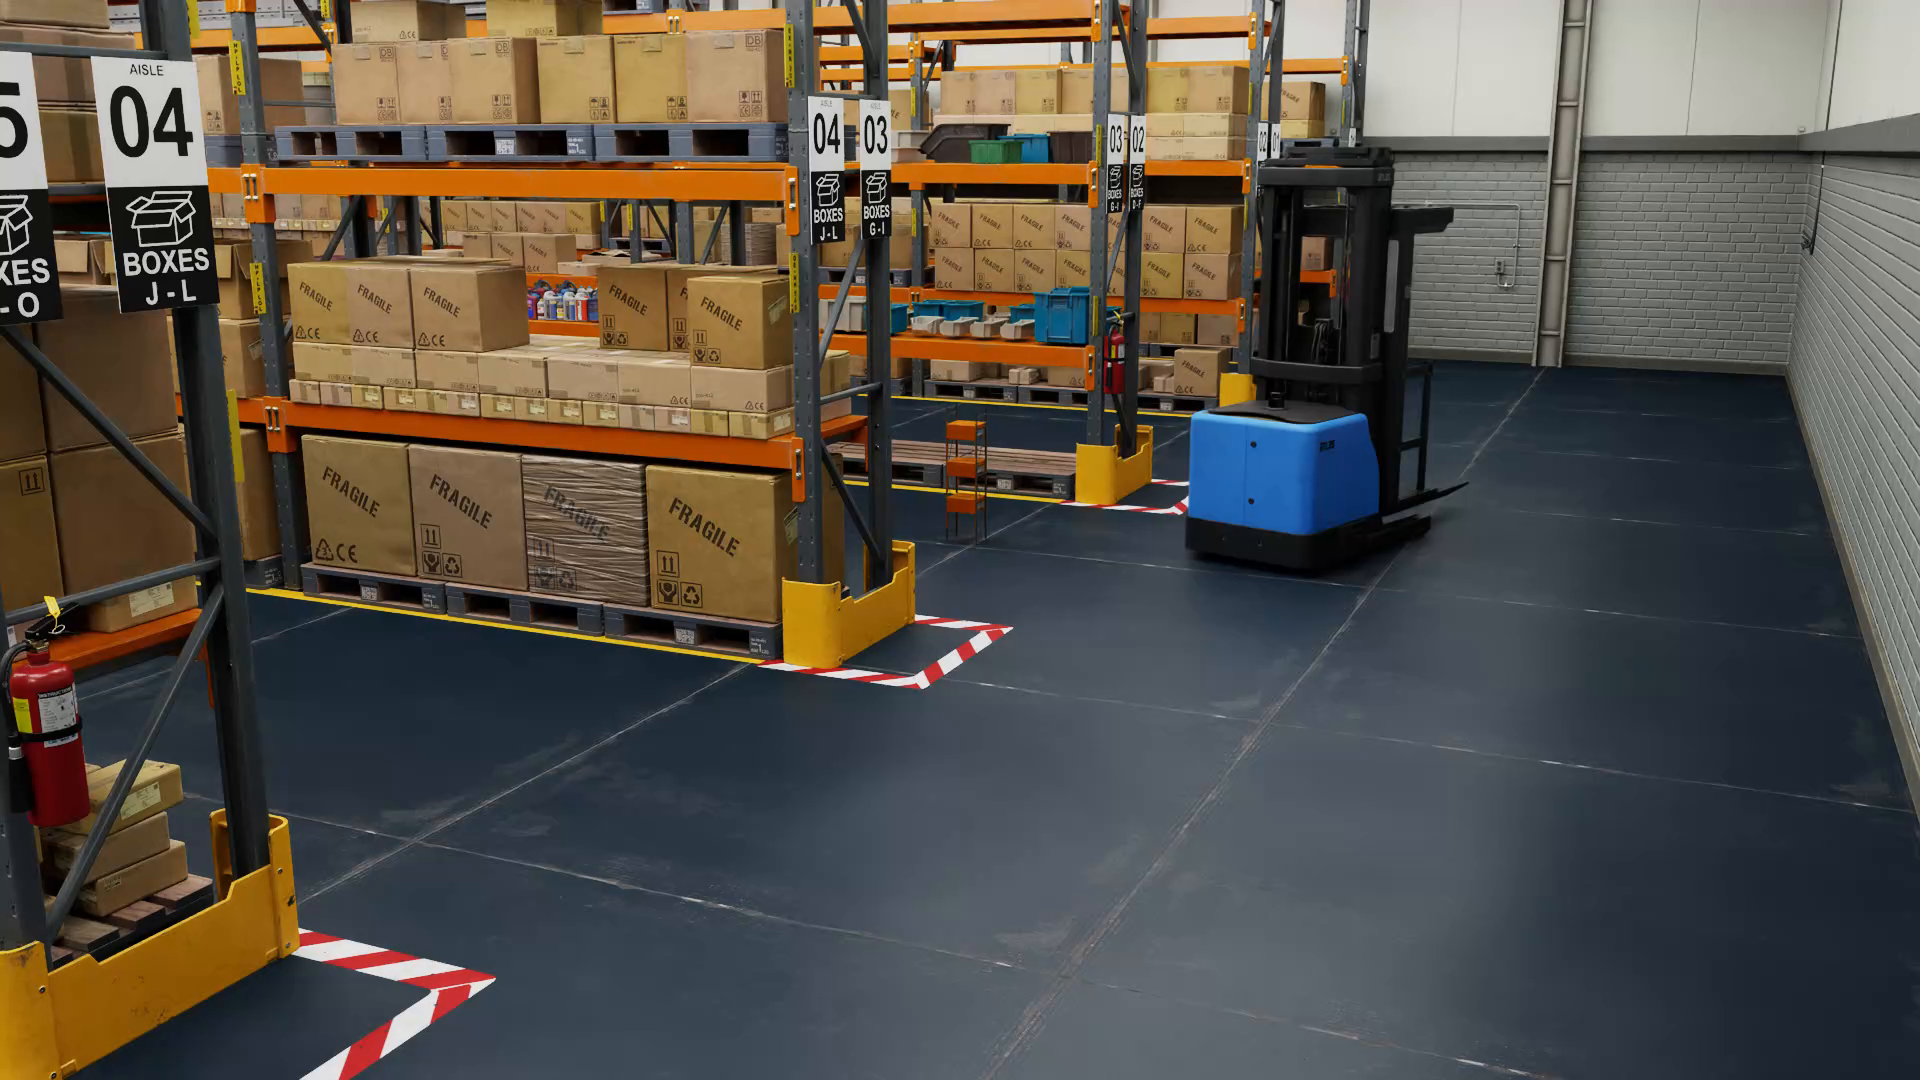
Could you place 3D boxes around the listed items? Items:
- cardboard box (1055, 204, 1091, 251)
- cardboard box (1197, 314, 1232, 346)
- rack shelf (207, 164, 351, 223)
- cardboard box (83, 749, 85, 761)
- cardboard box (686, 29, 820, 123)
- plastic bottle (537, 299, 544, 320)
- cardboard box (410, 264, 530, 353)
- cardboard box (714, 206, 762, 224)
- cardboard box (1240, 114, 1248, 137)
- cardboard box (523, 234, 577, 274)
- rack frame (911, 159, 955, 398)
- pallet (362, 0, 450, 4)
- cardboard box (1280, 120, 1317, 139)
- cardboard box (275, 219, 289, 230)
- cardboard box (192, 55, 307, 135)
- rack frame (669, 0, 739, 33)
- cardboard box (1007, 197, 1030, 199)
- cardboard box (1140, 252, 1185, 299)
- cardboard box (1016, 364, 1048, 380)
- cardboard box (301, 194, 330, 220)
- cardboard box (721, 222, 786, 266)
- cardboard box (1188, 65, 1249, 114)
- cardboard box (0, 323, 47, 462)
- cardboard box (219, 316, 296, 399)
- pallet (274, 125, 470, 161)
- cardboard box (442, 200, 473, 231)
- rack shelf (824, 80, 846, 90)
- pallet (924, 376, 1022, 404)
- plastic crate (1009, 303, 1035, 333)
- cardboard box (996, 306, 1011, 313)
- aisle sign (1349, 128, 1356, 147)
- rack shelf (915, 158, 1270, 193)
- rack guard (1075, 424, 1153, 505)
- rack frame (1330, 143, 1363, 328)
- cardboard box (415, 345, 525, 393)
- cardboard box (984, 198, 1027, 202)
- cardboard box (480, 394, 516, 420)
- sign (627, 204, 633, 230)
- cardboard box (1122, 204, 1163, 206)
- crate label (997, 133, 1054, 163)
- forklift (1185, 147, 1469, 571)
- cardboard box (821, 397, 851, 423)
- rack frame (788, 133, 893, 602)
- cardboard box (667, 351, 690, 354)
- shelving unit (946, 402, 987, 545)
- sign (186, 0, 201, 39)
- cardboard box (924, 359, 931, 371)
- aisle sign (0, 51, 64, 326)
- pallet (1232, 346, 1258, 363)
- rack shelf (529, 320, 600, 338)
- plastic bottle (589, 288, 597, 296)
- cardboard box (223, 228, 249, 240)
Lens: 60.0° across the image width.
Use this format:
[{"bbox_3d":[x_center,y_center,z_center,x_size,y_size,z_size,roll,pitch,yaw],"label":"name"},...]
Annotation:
[{"bbox_3d":[1.410,-3.580,19.037,0.500,0.500,0.500,6,15,25],"label":"cardboard box"},{"bbox_3d":[3.741,-3.079,23.861,0.500,0.500,0.700,5,14,21],"label":"cardboard box"},{"bbox_3d":[-6.165,-2.516,11.920,4.000,0.370,1.077,6,14,23],"label":"rack shelf"},{"bbox_3d":[-3.602,0.900,6.373,0.250,0.149,0.380,6,14,23],"label":"cardboard box"},{"bbox_3d":[-1.177,-2.650,9.558,0.500,0.500,0.700,5,14,20],"label":"cardboard box"},{"bbox_3d":[-4.069,-2.247,16.199,0.097,0.201,0.097,0,13,0],"label":"plastic bottle"},{"bbox_3d":[-3.078,-1.466,10.470,0.500,0.500,0.500,5,14,21],"label":"cardboard box"},{"bbox_3d":[-3.557,-5.110,26.782,0.500,0.500,0.700,6,14,23],"label":"cardboard box"},{"bbox_3d":[2.972,-4.652,18.682,0.500,0.250,0.500,6,14,23],"label":"cardboard box"},{"bbox_3d":[-5.519,-3.860,22.421,0.500,0.500,0.500,5,14,20],"label":"cardboard box"},{"bbox_3d":[-0.321,-3.290,20.208,0.127,3.000,1.000,6,14,23],"label":"rack frame"},{"bbox_3d":[-5.341,-5.186,16.448,1.003,0.211,1.213,6,14,23],"label":"pallet"},{"bbox_3d":[4.562,-5.607,22.709,0.500,0.250,0.500,6,15,25],"label":"cardboard box"},{"bbox_3d":[-9.616,-4.541,23.901,0.250,0.149,0.380,6,14,24],"label":"cardboard box"},{"bbox_3d":[-4.871,-2.986,11.209,0.500,0.500,0.700,6,15,25],"label":"cardboard box"},{"bbox_3d":[-2.331,-5.176,15.115,0.127,3.000,1.000,6,14,23],"label":"rack frame"},{"bbox_3d":[0.886,-5.037,25.099,0.500,0.250,0.500,6,14,24],"label":"cardboard box"},{"bbox_3d":[2.341,-3.000,18.755,0.500,0.500,0.500,6,14,24],"label":"cardboard box"},{"bbox_3d":[1.001,-2.132,20.197,0.500,0.311,0.500,6,14,23],"label":"cardboard box"},{"bbox_3d":[-8.964,-4.843,23.768,0.500,0.500,0.700,6,14,23],"label":"cardboard box"},{"bbox_3d":[-2.598,-3.754,21.047,0.500,0.500,0.700,9,16,34],"label":"cardboard box"},{"bbox_3d":[2.860,-4.959,18.350,0.500,0.500,0.700,6,14,23],"label":"cardboard box"},{"bbox_3d":[-3.300,-0.495,5.238,0.500,0.500,0.500,5,14,22],"label":"cardboard box"},{"bbox_3d":[-4.875,-1.256,11.321,0.500,0.500,0.500,6,14,23],"label":"cardboard box"},{"bbox_3d":[-3.593,-2.560,10.727,1.213,0.211,1.003,6,14,23],"label":"pallet"},{"bbox_3d":[-8.527,-5.582,28.620,0.500,0.500,0.500,6,14,23],"label":"cardboard box"},{"bbox_3d":[-3.804,-7.255,26.427,4.000,0.370,1.077,6,14,23],"label":"rack shelf"},{"bbox_3d":[0.307,-1.868,20.255,1.213,0.211,1.003,6,14,23],"label":"pallet"},{"bbox_3d":[0.632,-1.985,14.885,0.300,0.233,0.416,6,14,23],"label":"plastic crate"},{"bbox_3d":[1.035,-3.515,24.957,0.750,0.750,0.750,6,14,24],"label":"cardboard box"},{"bbox_3d":[5.284,-5.151,22.449,0.004,0.787,0.394,6,14,23],"label":"aisle sign"},{"bbox_3d":[1.508,-4.215,19.159,4.000,0.370,1.077,6,14,23],"label":"rack shelf"},{"bbox_3d":[1.354,-0.669,14.511,0.348,0.500,1.175,6,14,23],"label":"rack guard"},{"bbox_3d":[5.339,-3.954,23.041,0.127,3.000,1.000,6,14,23],"label":"rack frame"},{"bbox_3d":[-3.085,-1.101,10.556,0.500,0.250,0.500,6,15,25],"label":"cardboard box"},{"bbox_3d":[0.688,-4.932,24.652,0.500,0.250,0.500,6,15,24],"label":"cardboard box"},{"bbox_3d":[-2.775,-0.858,10.394,0.250,0.149,0.380,5,14,22],"label":"cardboard box"},{"bbox_3d":[-4.200,-4.107,21.157,0.005,0.325,0.100,6,14,23],"label":"sign"},{"bbox_3d":[2.101,-3.645,19.316,0.500,0.500,0.500,6,14,24],"label":"cardboard box"},{"bbox_3d":[0.614,-3.426,14.549,0.502,0.251,0.408,6,14,23],"label":"crate label"},{"bbox_3d":[2.998,-1.485,12.669,1.130,2.935,3.031,11,17,40],"label":"forklift"},{"bbox_3d":[-0.871,-0.830,10.277,0.250,0.149,0.380,6,14,24],"label":"cardboard box"},{"bbox_3d":[-0.680,-0.851,9.814,0.127,3.000,1.000,6,14,23],"label":"rack frame"},{"bbox_3d":[-1.487,-1.070,10.426,0.500,0.250,0.500,6,14,23],"label":"cardboard box"},{"bbox_3d":[0.049,-0.506,12.614,0.252,1.050,0.215,6,14,23],"label":"shelving unit"},{"bbox_3d":[-2.561,-1.823,5.480,0.005,0.325,0.100,6,14,23],"label":"sign"},{"bbox_3d":[-0.665,-2.382,20.851,0.500,0.500,0.500,5,14,21],"label":"cardboard box"},{"bbox_3d":[-2.836,-1.020,4.846,0.004,0.787,0.394,6,14,23],"label":"aisle sign"},{"bbox_3d":[4.577,-2.654,23.606,1.213,0.211,1.003,6,14,23],"label":"pallet"},{"bbox_3d":[-4.159,-2.090,16.671,4.000,0.370,1.077,6,14,23],"label":"rack shelf"},{"bbox_3d":[-3.658,-2.424,16.793,0.135,0.276,0.152,6,14,23],"label":"plastic bottle"},{"bbox_3d":[-10.389,-4.355,24.530,0.500,0.500,0.700,6,15,25],"label":"cardboard box"}]
